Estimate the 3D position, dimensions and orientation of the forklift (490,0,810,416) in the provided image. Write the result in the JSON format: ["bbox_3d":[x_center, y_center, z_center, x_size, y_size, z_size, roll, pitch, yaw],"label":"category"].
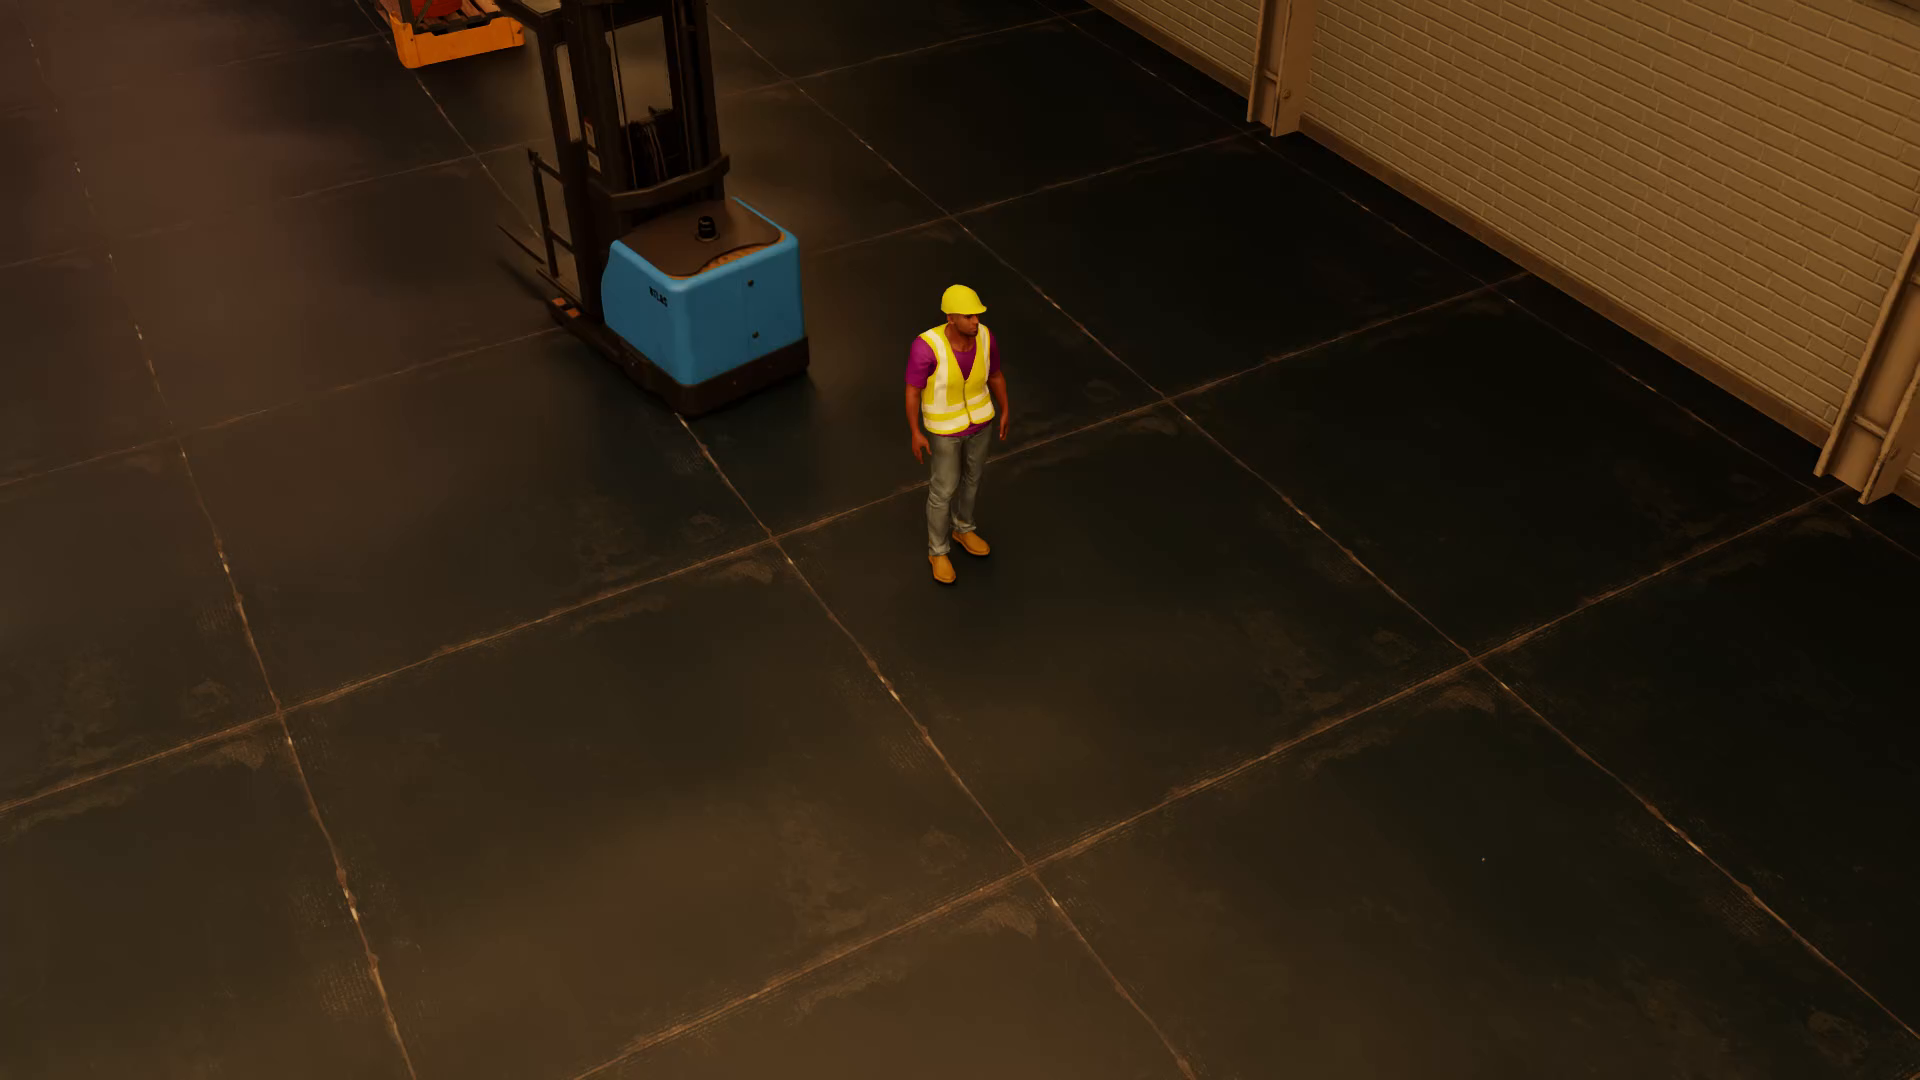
[{"bbox_3d":[-2.392,-2.839,11.459,1.130,2.935,3.031,-28,47,-30],"label":"forklift"}]

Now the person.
[{"bbox_3d":[0.029,-0.645,9.715,0.665,1.765,0.577,-20,44,-23],"label":"person"}]
